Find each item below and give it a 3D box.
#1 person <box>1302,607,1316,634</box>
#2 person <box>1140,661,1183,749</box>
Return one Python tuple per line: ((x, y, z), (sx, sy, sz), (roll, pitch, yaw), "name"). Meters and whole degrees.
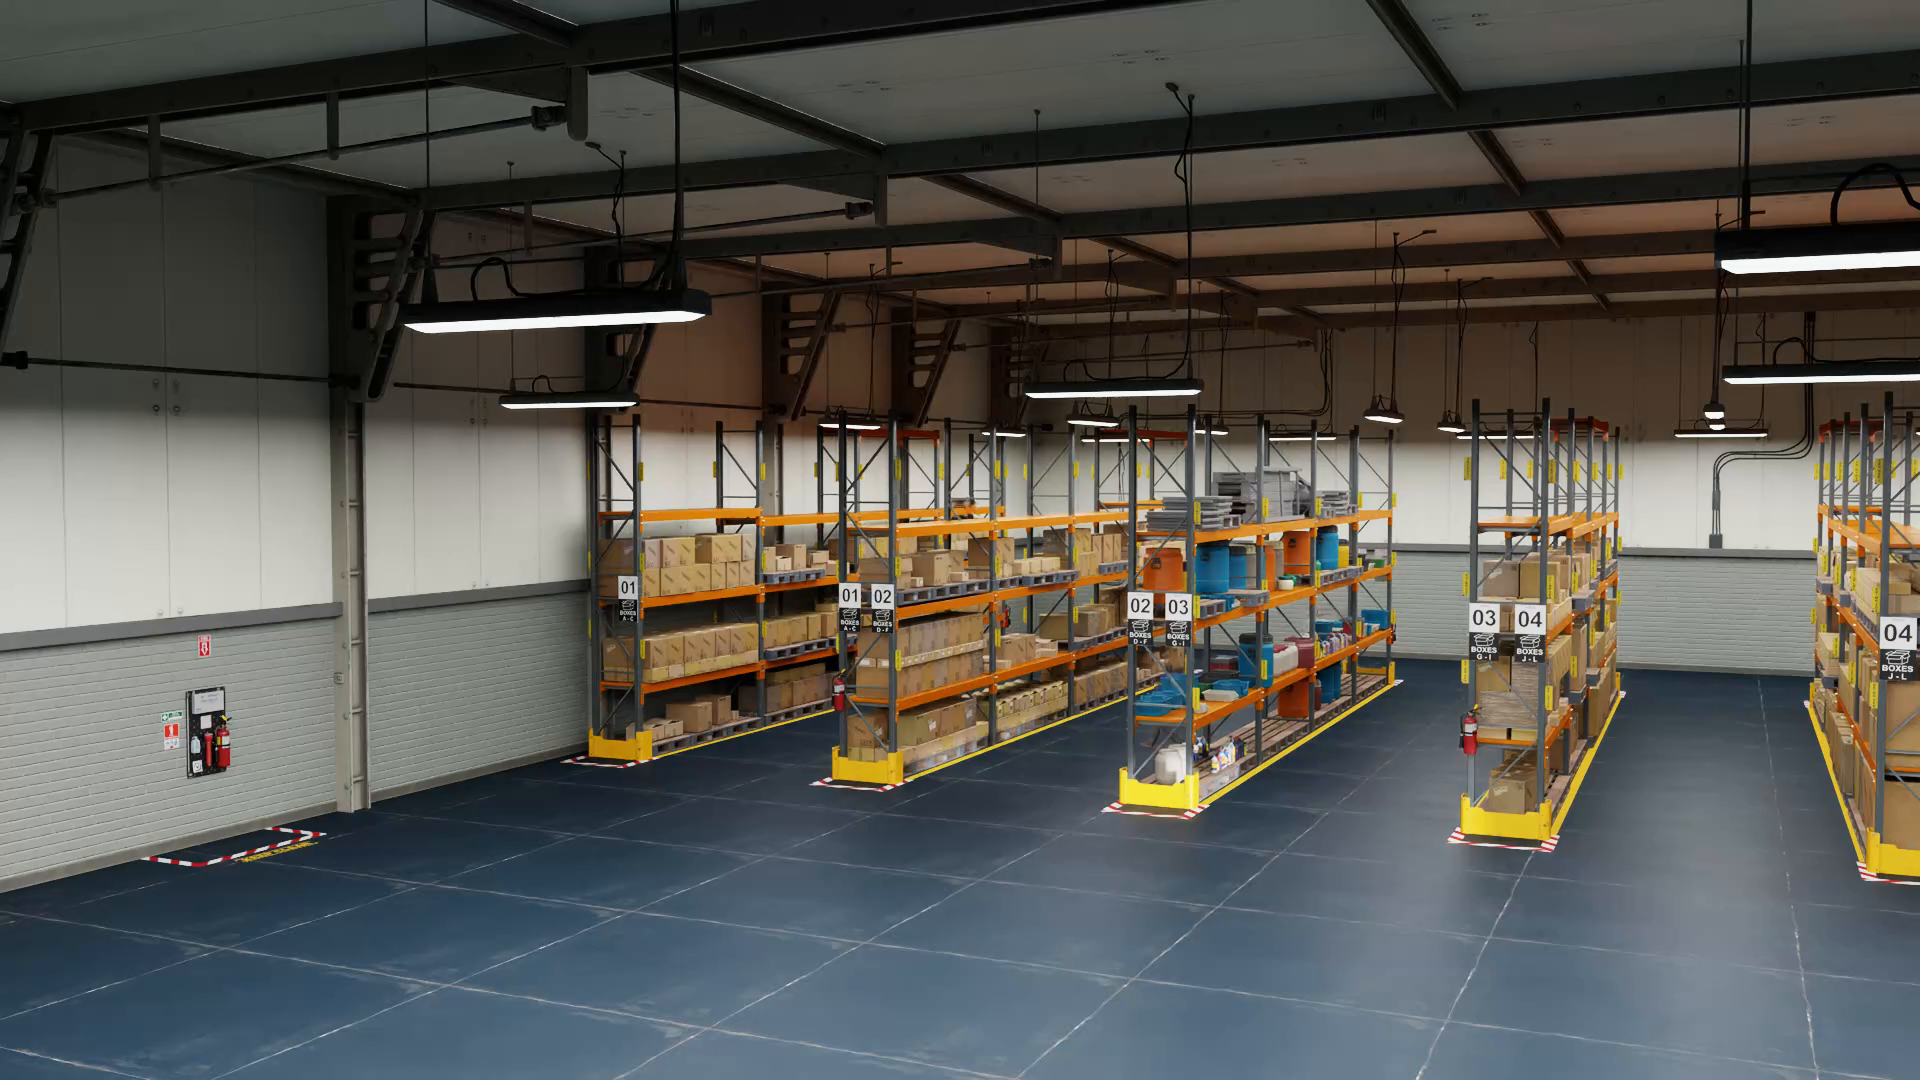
((8.694, 2.477, 41.327), (0.916, 1.645, 0.460), (0, 2, -9), "person")
((3.626, 2.967, 29.925), (0.921, 1.599, 0.538), (2, 3, 33), "person")
